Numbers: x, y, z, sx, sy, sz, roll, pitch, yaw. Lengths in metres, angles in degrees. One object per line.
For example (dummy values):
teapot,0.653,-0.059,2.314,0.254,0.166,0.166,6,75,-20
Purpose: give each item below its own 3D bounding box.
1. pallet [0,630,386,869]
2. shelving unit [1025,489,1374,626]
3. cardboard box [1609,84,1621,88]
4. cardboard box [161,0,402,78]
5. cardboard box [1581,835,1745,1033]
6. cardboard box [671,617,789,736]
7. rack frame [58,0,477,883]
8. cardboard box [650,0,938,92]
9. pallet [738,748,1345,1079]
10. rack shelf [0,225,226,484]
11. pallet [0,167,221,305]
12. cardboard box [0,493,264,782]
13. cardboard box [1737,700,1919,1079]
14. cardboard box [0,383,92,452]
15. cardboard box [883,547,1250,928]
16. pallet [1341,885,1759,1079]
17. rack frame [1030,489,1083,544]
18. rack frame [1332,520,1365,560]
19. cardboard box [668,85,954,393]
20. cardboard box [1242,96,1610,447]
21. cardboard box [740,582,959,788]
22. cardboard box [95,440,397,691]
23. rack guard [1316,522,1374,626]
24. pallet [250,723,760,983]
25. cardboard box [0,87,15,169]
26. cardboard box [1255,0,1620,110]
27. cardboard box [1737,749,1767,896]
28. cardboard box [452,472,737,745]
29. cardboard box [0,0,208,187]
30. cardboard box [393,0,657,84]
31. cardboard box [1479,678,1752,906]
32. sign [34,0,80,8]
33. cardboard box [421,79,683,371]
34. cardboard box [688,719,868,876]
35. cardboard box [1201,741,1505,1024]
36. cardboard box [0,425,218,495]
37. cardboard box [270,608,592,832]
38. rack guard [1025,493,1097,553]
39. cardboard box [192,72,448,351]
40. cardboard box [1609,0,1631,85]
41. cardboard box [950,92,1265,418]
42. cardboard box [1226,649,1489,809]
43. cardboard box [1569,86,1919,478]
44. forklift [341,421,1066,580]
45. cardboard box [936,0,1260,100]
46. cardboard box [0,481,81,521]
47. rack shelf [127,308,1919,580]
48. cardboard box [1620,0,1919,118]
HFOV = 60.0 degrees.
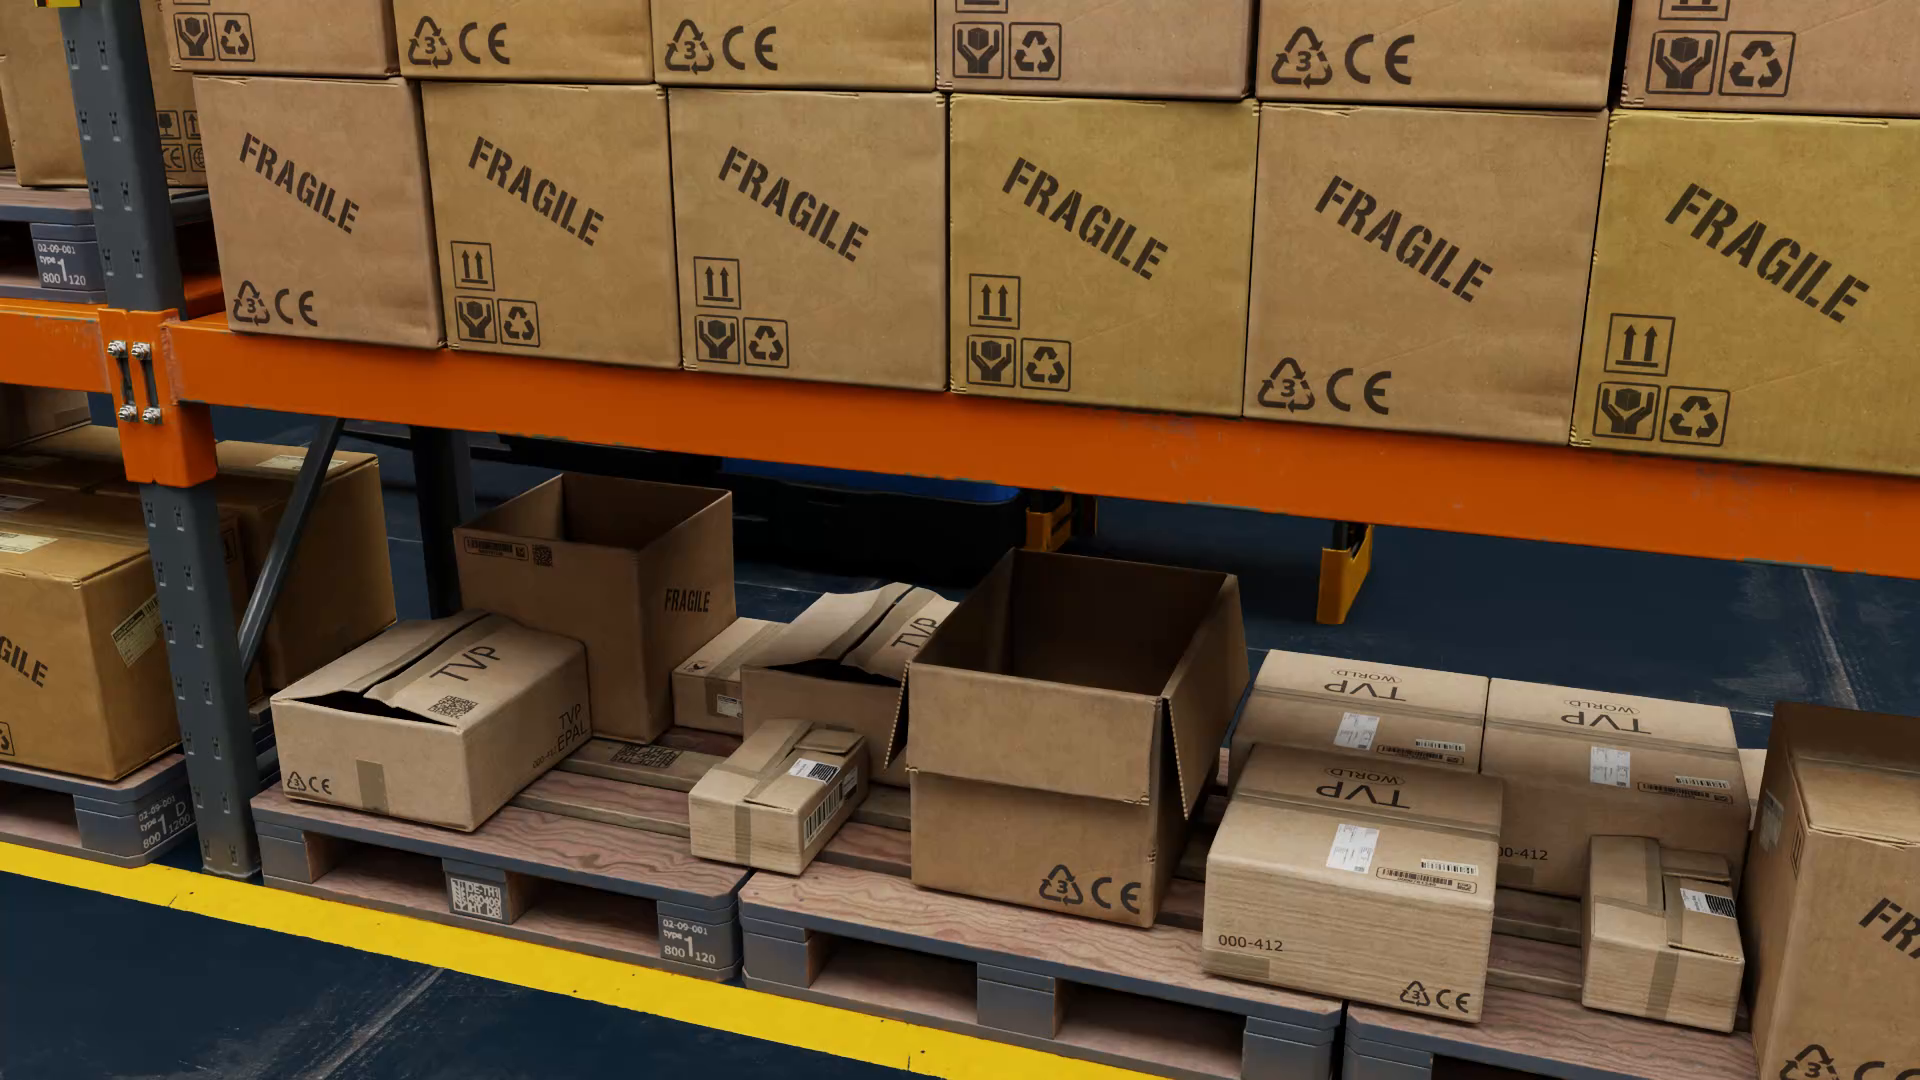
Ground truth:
pallet,-2.313,0.450,4.465,1.213,0.211,1.003,7,20,18
shelving unit,0.823,-0.590,5.489,1.083,1.500,0.587,8,21,21
cardboard box,1.425,-0.590,3.060,0.500,0.500,0.500,6,20,18
cardboard box,-1.179,-1.172,3.210,0.500,0.500,0.500,7,20,19
cardboard box,1.299,0.717,3.097,0.250,0.166,0.380,7,20,18
cardboard box,-0.527,0.343,4.199,0.250,0.149,0.380,7,20,18
rack frame,-1.532,-0.791,3.788,0.127,3.000,1.000,7,20,18
cardboard box,-0.206,-1.061,2.891,0.500,0.500,0.500,6,20,16
pallet,0.273,0.732,3.657,1.213,0.211,1.003,7,20,18
rack shelf,-3.421,-0.667,4.526,4.000,0.370,1.077,7,20,18
pallet,-2.251,-0.820,4.165,1.213,0.211,1.003,7,20,18
cardboard box,-2.092,0.218,4.024,0.500,0.500,0.500,6,20,18
cardboard box,1.652,0.632,2.836,0.500,0.500,0.500,7,20,18
cardboard box,-2.853,-0.408,4.681,0.500,0.250,0.500,7,20,18
cardboard box,0.245,0.382,3.549,0.637,0.503,0.797,7,20,18
pallet,1.421,0.864,3.277,1.213,0.211,1.003,7,20,18
rack frame,0.344,-0.654,5.673,0.032,1.500,0.500,8,21,21
rack frame,1.286,-0.528,5.312,0.032,1.500,0.500,8,21,21
cardboard box,-0.183,-0.589,3.058,0.500,0.500,0.500,6,20,18
cardboard box,0.774,-0.480,2.745,0.500,0.500,0.500,7,20,18
cardboard box,-0.192,0.325,4.002,0.500,0.311,0.500,7,20,18
cardboard box,-1.909,0.054,4.494,0.500,0.500,0.500,6,20,16
rack guard,1.285,0.062,5.518,0.087,0.250,0.587,8,21,21
pallet,-0.883,0.600,4.033,1.213,0.211,1.003,7,20,18
cardboard box,-2.576,-1.212,4.205,0.500,0.500,0.700,10,22,27
cardboard box,0.767,-0.950,2.572,0.500,0.500,0.500,7,20,20
cardboard box,1.728,0.592,3.456,0.250,0.166,0.380,7,20,18
cardboard box,-0.901,0.155,4.203,0.500,0.500,0.500,7,20,18
cardboard box,-1.906,-1.157,4.049,0.500,0.500,0.700,0,19,0
cardboard box,-0.692,-1.116,3.050,0.500,0.500,0.500,6,20,16
cardboard box,1.354,0.531,3.505,0.500,0.250,0.500,7,20,18
sign,-1.711,-1.165,3.101,0.005,0.325,0.100,7,20,18
cardboard box,-0.655,-0.644,3.215,0.500,0.500,0.500,7,20,19
cardboard box,-0.386,0.542,3.600,0.250,0.166,0.380,7,20,18
cardboard box,0.765,0.638,3.198,0.500,0.250,0.500,7,20,18
cardboard box,-2.416,0.000,4.650,0.500,0.500,0.500,7,20,19
cardboard box,-1.206,0.384,3.835,0.500,0.311,0.500,7,20,18
rack guard,0.362,-0.061,5.872,0.087,0.250,0.587,8,21,21
cardboard box,-1.140,-0.698,3.370,0.500,0.500,0.500,7,20,19
cardboard box,1.418,-1.062,2.895,0.500,0.500,0.500,7,20,19
cardboard box,0.298,-0.535,2.901,0.500,0.500,0.500,6,20,17
cardboard box,0.882,0.477,3.660,0.500,0.250,0.500,7,20,18
cardboard box,1.243,-0.425,2.586,0.500,0.500,0.500,7,20,19
forklift,-1.059,-1.544,6.053,3.031,2.935,1.130,8,21,21
cardboard box,0.282,-1.005,2.731,0.500,0.500,0.500,7,20,20
cardboard box,-2.556,0.162,4.185,0.500,0.500,0.500,7,20,18
rack shelf,0.357,-0.235,3.287,4.000,0.370,1.077,7,20,18
cardboard box,1.259,-0.895,2.416,0.500,0.500,0.500,7,20,20
